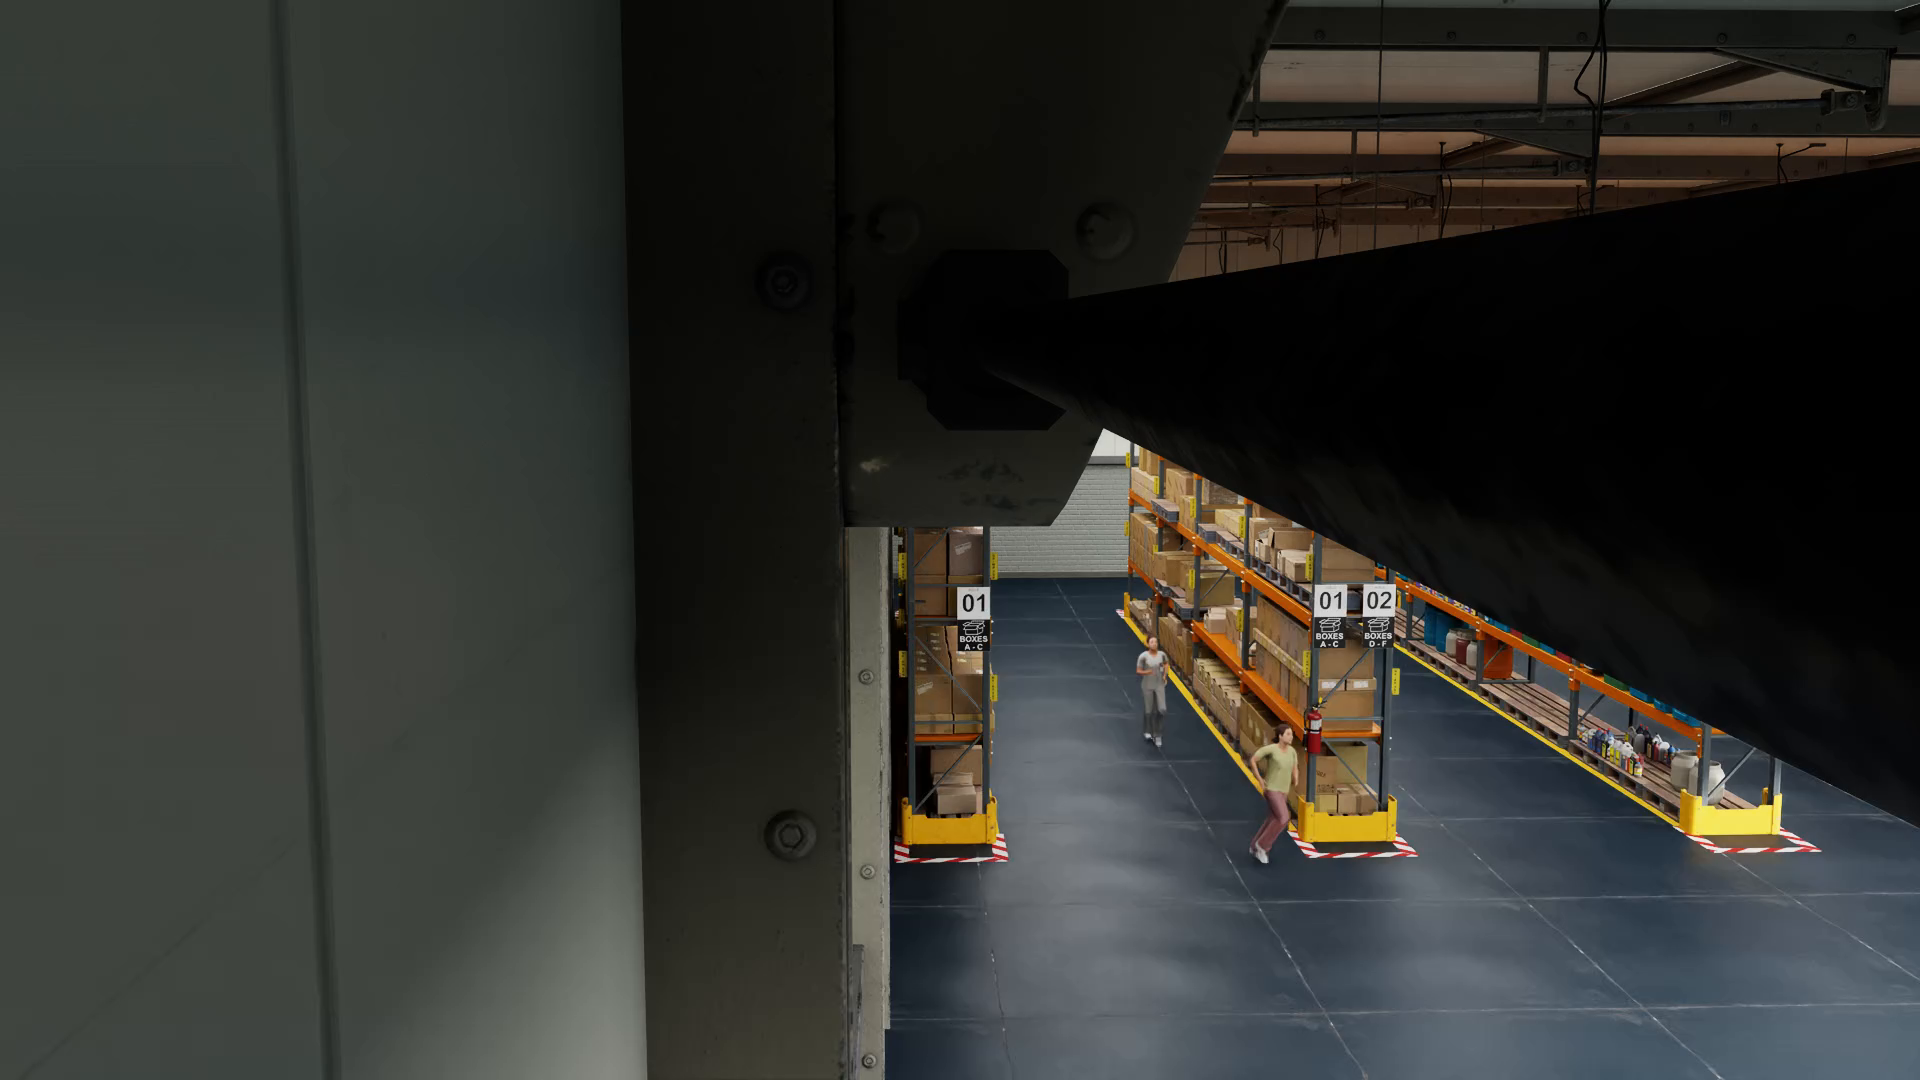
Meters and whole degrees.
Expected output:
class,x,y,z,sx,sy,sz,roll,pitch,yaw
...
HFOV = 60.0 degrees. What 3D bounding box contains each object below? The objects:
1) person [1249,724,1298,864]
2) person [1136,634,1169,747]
class,x,y,z,sx,sy,sz,roll,pitch,yaw
person,3.771,3.004,19.771,0.613,1.610,0.586,-5,9,-35
person,2.926,2.279,25.251,0.523,1.704,0.691,-1,7,-5
